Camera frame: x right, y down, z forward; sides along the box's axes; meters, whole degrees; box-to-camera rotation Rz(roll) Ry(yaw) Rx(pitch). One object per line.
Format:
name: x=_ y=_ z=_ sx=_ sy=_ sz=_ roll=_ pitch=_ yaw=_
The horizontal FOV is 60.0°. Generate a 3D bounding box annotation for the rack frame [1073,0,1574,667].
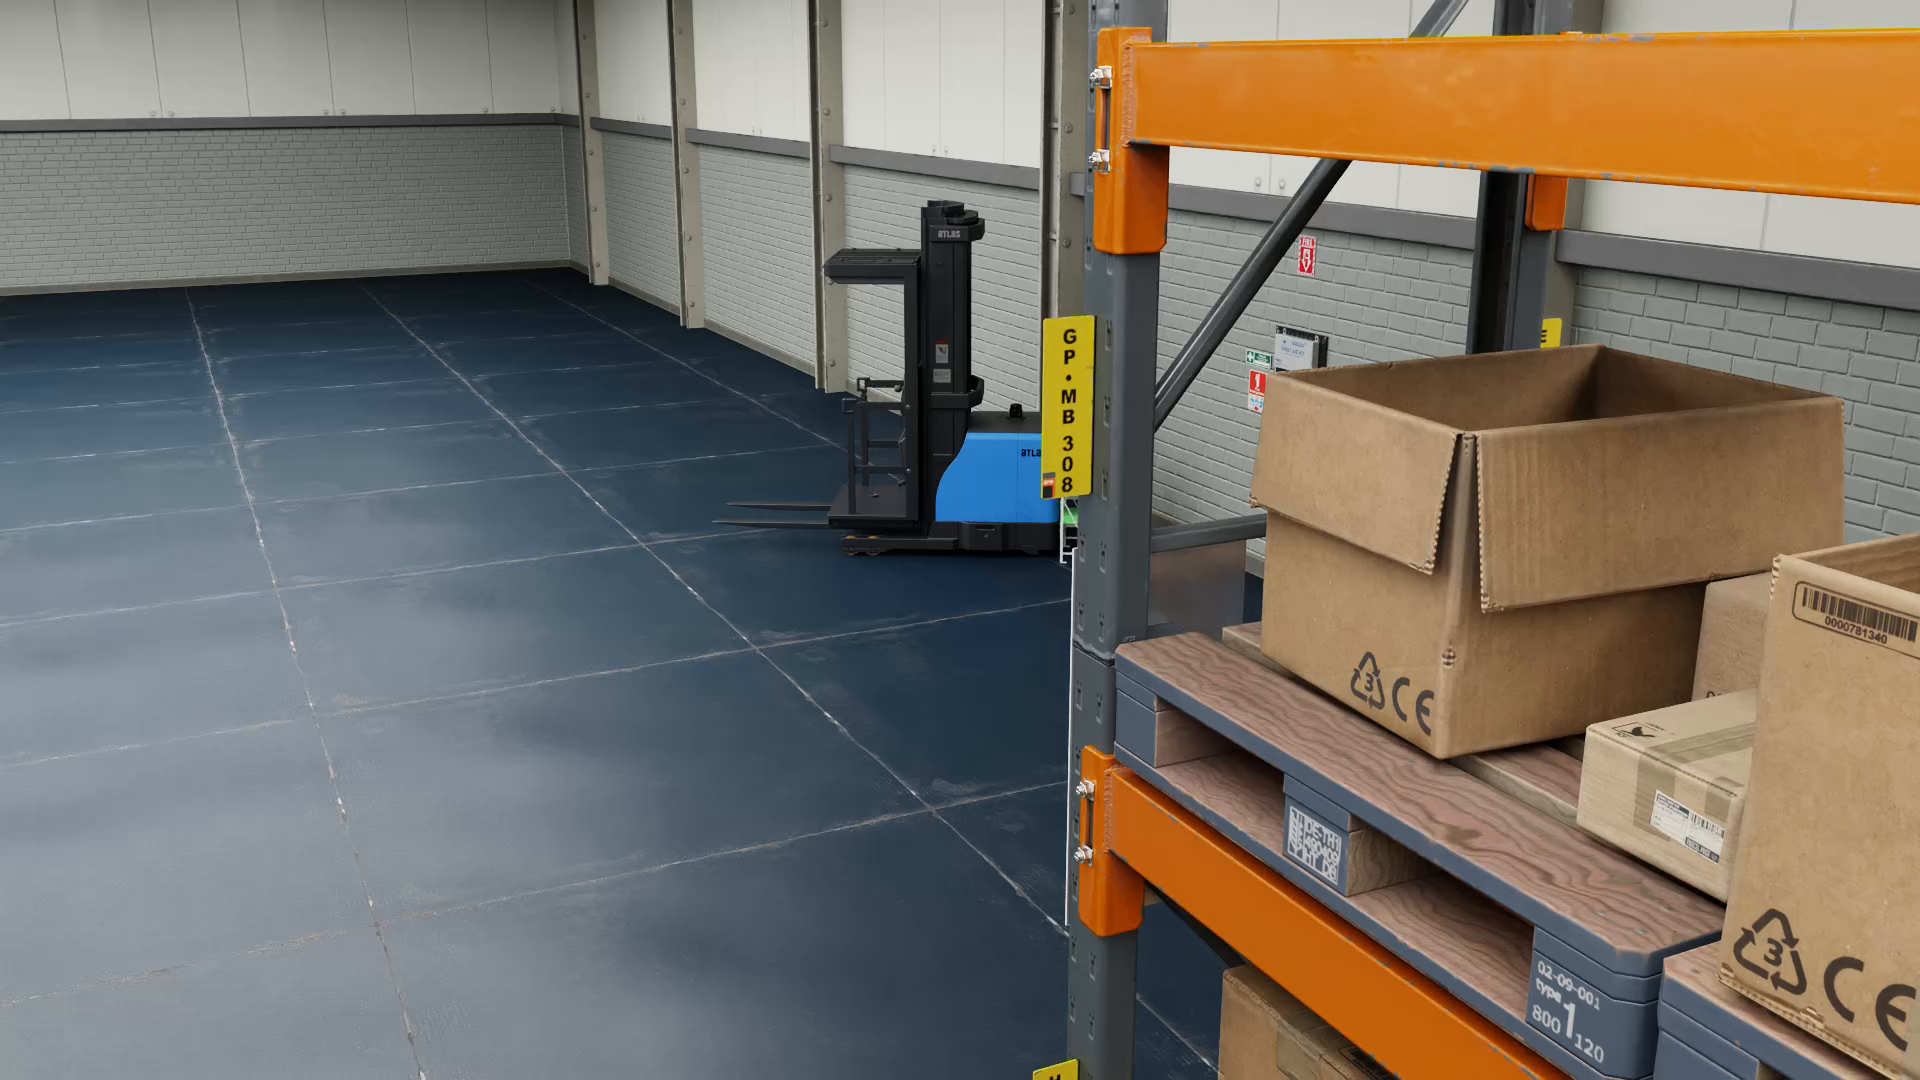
rack frame: x=0.693 y=-1.284 z=2.912 sx=1.000 sy=3.000 sz=0.127 roll=-8 pitch=18 yaw=-25

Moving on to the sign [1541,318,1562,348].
sign: x=1.187 y=-0.292 z=3.431 sx=0.100 sy=0.325 sz=0.005 roll=-8 pitch=18 yaw=-25

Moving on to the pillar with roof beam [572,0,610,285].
pillar with roof beam: x=-10.784 y=-8.733 z=28.869 sx=9.100 sy=9.000 sz=0.400 roll=-8 pitch=18 yaw=-25

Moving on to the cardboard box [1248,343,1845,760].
cardboard box: x=0.941 y=-0.018 z=2.736 sx=0.797 sy=0.503 sz=0.637 roll=-6 pitch=17 yaw=-21

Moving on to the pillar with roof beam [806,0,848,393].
pillar with roof beam: x=-5.527 y=-5.758 z=18.501 sx=9.100 sy=9.000 sz=0.400 roll=-8 pitch=18 yaw=-25

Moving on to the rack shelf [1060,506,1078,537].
rack shelf: x=0.995 y=-0.154 z=14.215 sx=0.258 sy=0.148 sz=0.480 roll=2 pitch=16 yaw=6

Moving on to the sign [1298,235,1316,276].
sign: x=2.638 y=-2.165 z=12.653 sx=0.001 sy=0.298 sz=0.199 roll=-8 pitch=18 yaw=-25

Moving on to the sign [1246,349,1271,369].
sign: x=2.397 y=-1.456 z=13.359 sx=0.001 sy=0.109 sz=0.331 roll=-8 pitch=18 yaw=-25

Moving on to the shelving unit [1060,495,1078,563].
shelving unit: x=0.995 y=-0.446 z=14.131 sx=0.258 sy=1.200 sz=0.503 roll=2 pitch=16 yaw=6

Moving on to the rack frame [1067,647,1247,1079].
rack frame: x=0.693 y=1.599 z=3.739 sx=1.000 sy=3.000 sz=0.127 roll=-8 pitch=18 yaw=-25

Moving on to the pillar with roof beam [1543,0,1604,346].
pillar with roof beam: x=-0.270 y=-2.782 z=8.132 sx=9.100 sy=9.000 sz=0.400 roll=-8 pitch=18 yaw=-25

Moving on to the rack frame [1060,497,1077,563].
rack frame: x=0.967 y=-0.380 z=13.898 sx=0.240 sy=1.200 sz=0.015 roll=2 pitch=16 yaw=6

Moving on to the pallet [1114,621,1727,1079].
pallet: x=0.980 y=0.378 z=2.716 sx=1.003 sy=0.211 sz=1.213 roll=-8 pitch=18 yaw=-25

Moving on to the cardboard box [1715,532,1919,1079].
cardboard box: x=1.175 y=0.285 z=1.685 sx=0.500 sy=0.500 sz=0.500 roll=-8 pitch=18 yaw=-25

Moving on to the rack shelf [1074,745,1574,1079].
rack shelf: x=1.569 y=0.999 z=1.697 sx=1.077 sy=0.370 sz=4.000 roll=-8 pitch=18 yaw=-25

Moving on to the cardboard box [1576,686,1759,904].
cardboard box: x=1.050 y=0.322 z=2.192 sx=0.380 sy=0.149 sz=0.250 roll=-8 pitch=18 yaw=-25

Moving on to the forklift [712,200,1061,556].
forklift: x=-0.629 y=-1.419 z=14.383 sx=3.031 sy=2.935 sz=1.130 roll=1 pitch=16 yaw=3

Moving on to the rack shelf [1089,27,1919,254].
rack shelf: x=1.569 y=-0.250 z=1.338 sx=1.077 sy=0.370 sz=4.000 roll=-8 pitch=18 yaw=-25

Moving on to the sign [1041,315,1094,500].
sign: x=0.192 y=-0.235 z=2.966 sx=0.100 sy=0.325 sz=0.005 roll=-8 pitch=18 yaw=-25

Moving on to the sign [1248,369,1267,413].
sign: x=2.402 y=-1.203 z=13.440 sx=0.001 sy=0.329 sz=0.234 roll=-8 pitch=18 yaw=-25

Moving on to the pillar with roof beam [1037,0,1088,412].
pillar with roof beam: x=-2.898 y=-4.270 z=13.316 sx=9.100 sy=9.000 sz=0.400 roll=-8 pitch=18 yaw=-25

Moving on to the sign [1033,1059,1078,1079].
sign: x=0.192 y=1.211 z=3.381 sx=0.100 sy=0.325 sz=0.005 roll=-8 pitch=18 yaw=-25

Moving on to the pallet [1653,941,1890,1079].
pallet: x=1.518 y=0.681 z=1.660 sx=1.003 sy=0.211 sz=1.213 roll=-8 pitch=18 yaw=-25

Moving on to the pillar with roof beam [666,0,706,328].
pillar with roof beam: x=-8.155 y=-7.246 z=23.685 sx=9.100 sy=9.000 sz=0.400 roll=-8 pitch=18 yaw=-25

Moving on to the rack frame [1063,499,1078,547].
rack frame: x=1.024 y=-0.513 z=14.364 sx=0.240 sy=1.200 sz=0.015 roll=2 pitch=16 yaw=6

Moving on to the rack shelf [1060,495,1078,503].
rack shelf: x=0.995 y=-0.385 z=14.149 sx=0.258 sy=0.148 sz=0.480 roll=2 pitch=16 yaw=6

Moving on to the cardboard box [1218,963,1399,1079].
cardboard box: x=0.909 y=1.058 z=3.092 sx=0.700 sy=0.500 sz=0.500 roll=-8 pitch=18 yaw=-25

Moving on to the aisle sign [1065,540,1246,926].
aisle sign: x=0.389 y=0.370 z=3.309 sx=0.394 sy=0.787 sz=0.004 roll=-8 pitch=18 yaw=-25

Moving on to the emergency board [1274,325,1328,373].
emergency board: x=2.552 y=-1.036 z=12.924 sx=0.194 sy=1.169 sz=0.643 roll=-8 pitch=18 yaw=-25

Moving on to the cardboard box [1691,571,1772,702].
cardboard box: x=1.435 y=0.214 z=2.385 sx=0.500 sy=0.250 sz=0.500 roll=-8 pitch=18 yaw=-25
